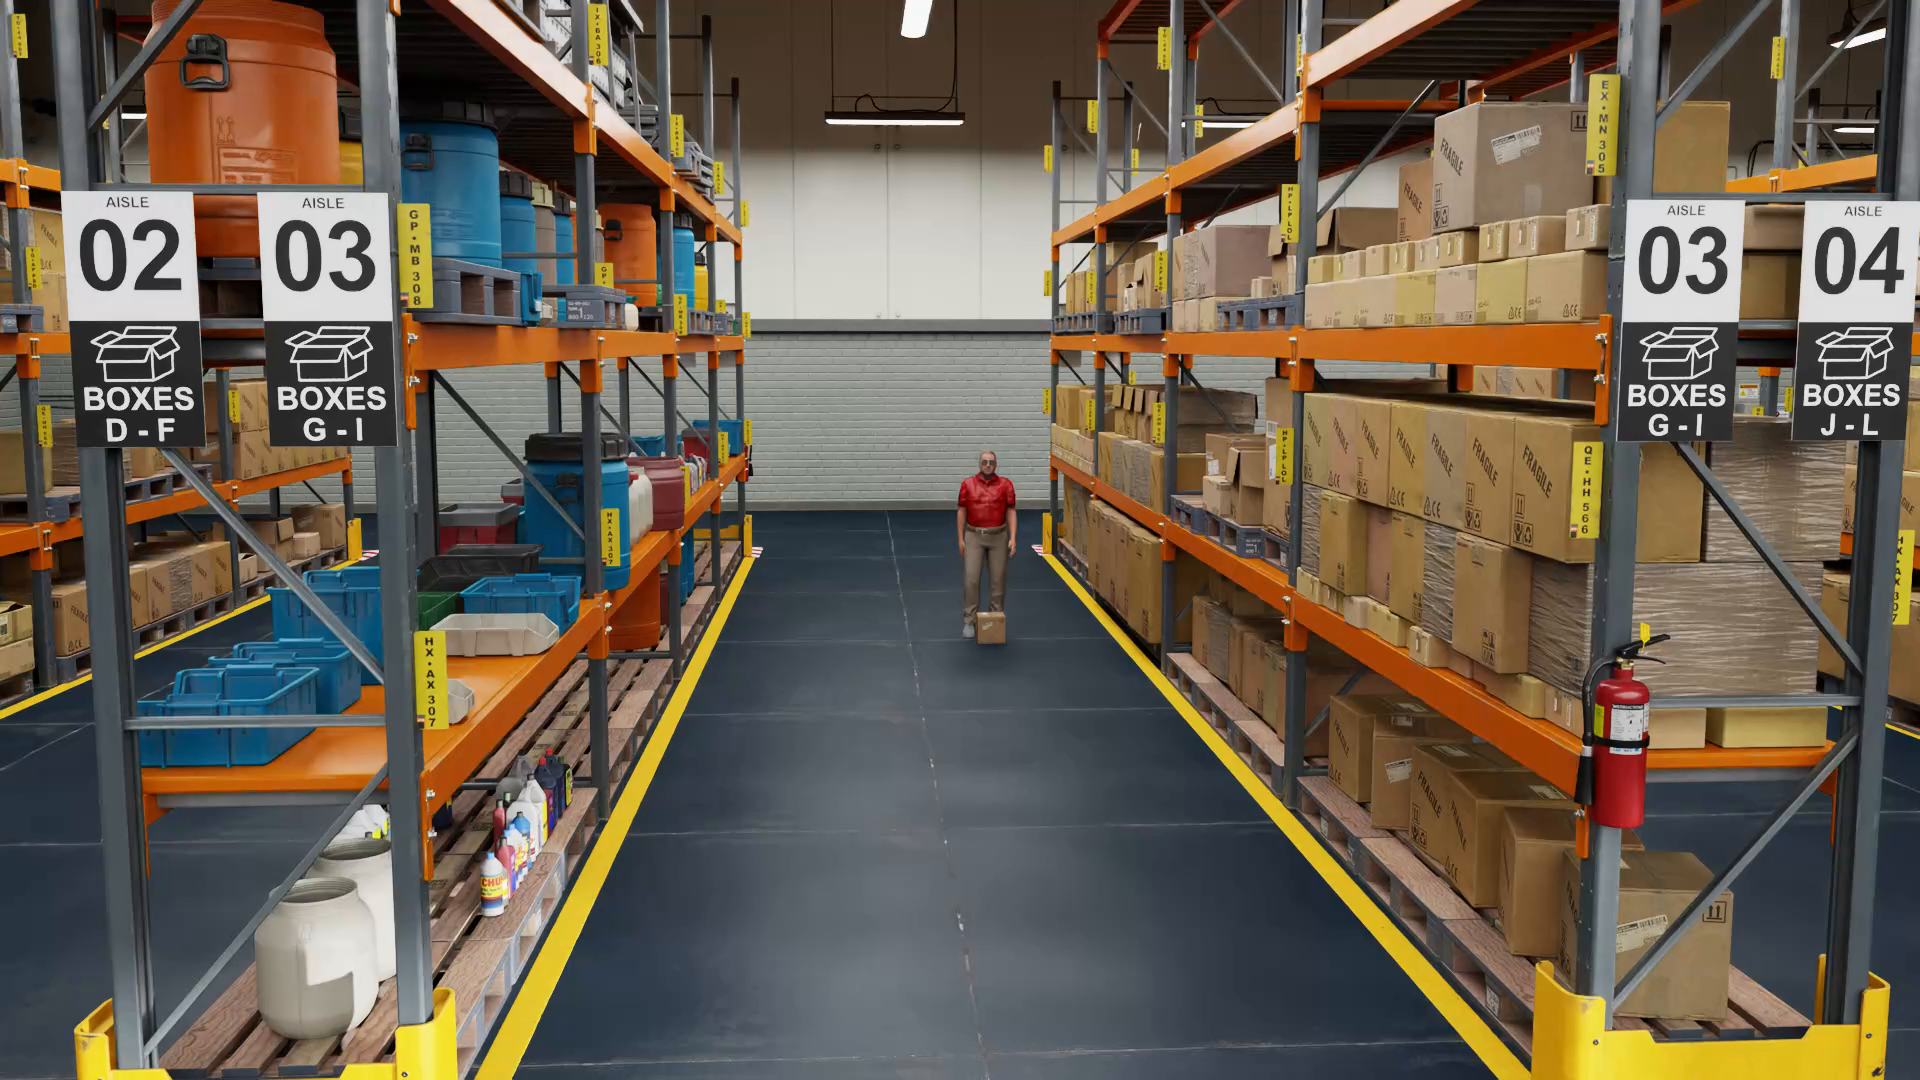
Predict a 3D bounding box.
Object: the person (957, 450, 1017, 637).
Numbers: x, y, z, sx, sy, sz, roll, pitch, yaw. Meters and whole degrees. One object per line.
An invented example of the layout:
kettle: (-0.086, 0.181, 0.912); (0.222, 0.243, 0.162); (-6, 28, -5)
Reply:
person: (0.257, 0.035, 15.625); (0.557, 1.754, 0.420); (0, 7, -3)
